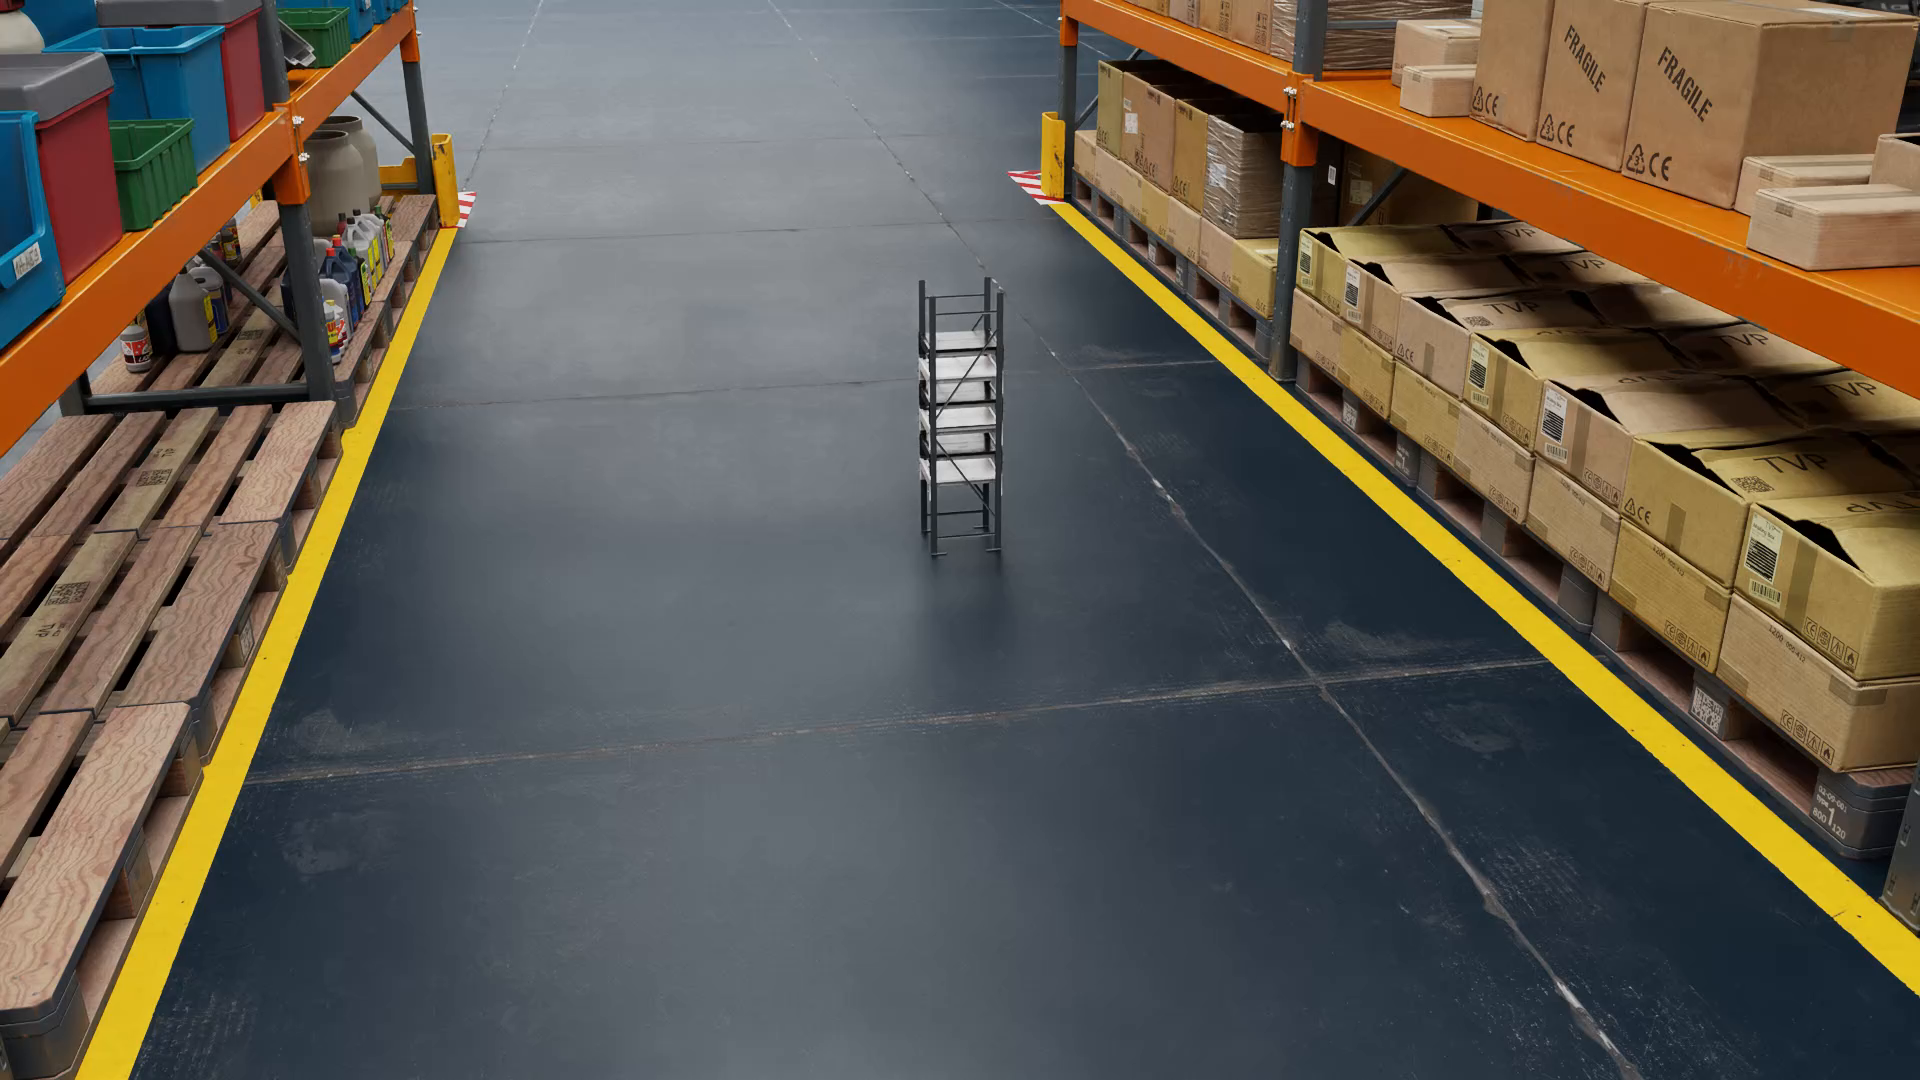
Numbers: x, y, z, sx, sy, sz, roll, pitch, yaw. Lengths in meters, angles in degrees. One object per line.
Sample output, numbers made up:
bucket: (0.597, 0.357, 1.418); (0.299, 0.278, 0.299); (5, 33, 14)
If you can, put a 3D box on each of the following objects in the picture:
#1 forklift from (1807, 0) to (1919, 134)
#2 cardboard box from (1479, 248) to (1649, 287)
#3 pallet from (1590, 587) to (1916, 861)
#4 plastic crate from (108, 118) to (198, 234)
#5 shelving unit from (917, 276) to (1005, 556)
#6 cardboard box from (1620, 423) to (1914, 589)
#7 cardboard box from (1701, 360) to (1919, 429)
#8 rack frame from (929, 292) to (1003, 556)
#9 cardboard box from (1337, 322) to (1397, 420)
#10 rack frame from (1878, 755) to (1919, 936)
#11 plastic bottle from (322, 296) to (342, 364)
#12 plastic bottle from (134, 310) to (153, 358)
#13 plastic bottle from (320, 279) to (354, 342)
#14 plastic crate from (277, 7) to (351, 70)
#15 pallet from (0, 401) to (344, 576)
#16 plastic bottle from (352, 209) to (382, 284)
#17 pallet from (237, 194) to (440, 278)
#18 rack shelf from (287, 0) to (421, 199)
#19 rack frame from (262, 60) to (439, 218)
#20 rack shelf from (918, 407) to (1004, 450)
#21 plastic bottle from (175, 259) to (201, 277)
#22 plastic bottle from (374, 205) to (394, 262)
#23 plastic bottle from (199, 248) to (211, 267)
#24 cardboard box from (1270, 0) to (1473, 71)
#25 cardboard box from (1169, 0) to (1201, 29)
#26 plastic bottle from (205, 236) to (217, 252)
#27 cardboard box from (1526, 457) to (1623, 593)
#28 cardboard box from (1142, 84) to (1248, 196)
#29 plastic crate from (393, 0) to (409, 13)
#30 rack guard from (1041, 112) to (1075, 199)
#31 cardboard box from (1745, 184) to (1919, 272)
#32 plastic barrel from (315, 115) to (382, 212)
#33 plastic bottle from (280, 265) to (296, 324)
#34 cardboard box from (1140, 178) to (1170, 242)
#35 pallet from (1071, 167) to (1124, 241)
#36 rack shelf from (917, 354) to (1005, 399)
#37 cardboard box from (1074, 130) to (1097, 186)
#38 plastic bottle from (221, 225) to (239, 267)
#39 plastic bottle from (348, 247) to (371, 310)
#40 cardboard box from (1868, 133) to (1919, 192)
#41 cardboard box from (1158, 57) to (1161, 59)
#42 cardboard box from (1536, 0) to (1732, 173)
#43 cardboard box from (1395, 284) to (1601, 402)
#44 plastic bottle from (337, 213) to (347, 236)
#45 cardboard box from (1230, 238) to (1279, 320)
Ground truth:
forklift: (4.243, -2.262, 7.267); (1.130, 2.935, 3.031); (-5, 24, -10)
cardboard box: (2.338, -0.970, 6.434); (0.500, 0.311, 0.500); (-4, 24, -8)
pallet: (2.505, 0.401, 4.568); (1.003, 0.211, 1.213); (-4, 24, -10)
plastic crate: (-2.390, -0.997, 4.550); (0.450, 0.188, 0.662); (-4, 24, -10)
shelving unit: (0.001, -0.409, 5.563); (0.258, 0.900, 0.210); (-4, 24, -10)
cardboard box: (2.178, -0.131, 4.513); (0.500, 0.311, 0.500); (-5, 24, -11)
cardboard box: (2.613, -0.374, 5.068); (0.500, 0.311, 0.500); (-5, 24, -11)
rack frame: (0.020, -0.369, 5.471); (0.240, 0.900, 0.006); (-4, 24, -10)
cardboard box: (1.804, -0.678, 6.464); (0.500, 0.250, 0.500); (-4, 24, -8)
rack frame: (2.619, -0.550, 3.262); (1.000, 3.000, 0.127); (-4, 24, -10)
plastic bottle: (-2.617, -0.867, 6.847); (0.097, 0.271, 0.097); (0, 24, 0)
plastic bottle: (-3.402, -0.880, 6.861); (0.061, 0.283, 0.133); (-3, 24, -7)
plastic bottle: (-2.704, -0.995, 7.133); (0.152, 0.276, 0.135); (-3, 24, -8)
plastic crate: (-2.963, -2.216, 7.341); (0.450, 0.188, 0.662); (-4, 24, -10)
pallet: (-2.806, -0.174, 5.885); (1.003, 0.211, 1.213); (-4, 24, -10)
plastic bottle: (-2.879, -1.409, 7.988); (0.144, 0.351, 0.185); (-3, 24, -8)
pallet: (-3.524, -1.707, 9.395); (1.003, 0.211, 1.213); (-4, 24, -10)
rack shelf: (-3.359, -2.215, 7.973); (1.077, 0.370, 4.000); (-4, 24, -10)
rack frame: (-3.729, -3.332, 9.630); (1.000, 3.000, 0.127); (-4, 24, -10)
rack shelf: (0.001, -0.379, 5.576); (0.258, 0.077, 0.200); (-4, 24, -10)
plastic bottle: (-3.487, -1.180, 7.465); (0.144, 0.351, 0.185); (-4, 24, -10)
plastic bottle: (-2.919, -1.554, 8.404); (0.061, 0.283, 0.133); (-4, 24, -8)
plastic bottle: (-3.391, -1.167, 7.519); (0.061, 0.283, 0.133); (-4, 24, -10)
cardboard box: (1.791, -2.343, 7.243); (0.700, 0.500, 0.500); (-5, 24, -11)
cardboard box: (1.502, -2.949, 8.630); (0.700, 0.500, 0.500); (-4, 24, -8)
plastic bottle: (-3.618, -1.373, 8.004); (0.097, 0.271, 0.097); (0, 24, 0)
cardboard box: (2.093, -0.072, 5.077); (0.500, 0.250, 0.500); (-4, 24, -9)
cardboard box: (1.295, -2.155, 8.911); (0.500, 0.500, 0.500); (-4, 24, -10)
plastic crate: (-3.342, -3.089, 9.260); (0.499, 0.251, 0.616); (-4, 24, -10)
rack guard: (1.135, -2.561, 10.988); (1.175, 0.500, 0.348); (-4, 24, -10)
cardboard box: (2.181, -0.768, 4.075); (0.380, 0.149, 0.250); (-4, 24, -10)
plastic barrel: (-3.532, -2.131, 9.465); (0.421, 0.512, 0.421); (0, 24, 0)
plastic bottle: (-2.872, -1.083, 7.243); (0.144, 0.351, 0.185); (-4, 24, -10)
cardboard box: (1.296, -1.812, 9.061); (0.500, 0.250, 0.500); (-4, 24, -10)
pallet: (1.322, -2.121, 10.343); (1.003, 0.211, 1.213); (-4, 24, -10)
rack shelf: (0.001, -0.544, 5.504); (0.258, 0.077, 0.200); (-4, 24, -10)
cardboard box: (1.020, -2.402, 10.412); (0.500, 0.250, 0.500); (-4, 24, -10)
plastic bottle: (-3.681, -1.474, 8.324); (0.097, 0.201, 0.097); (0, 24, 0)
plastic bottle: (-2.755, -1.206, 7.607); (0.061, 0.283, 0.133); (-3, 24, -7)
cardboard box: (2.644, -0.875, 4.118); (0.500, 0.311, 0.500); (-5, 24, -10)
cardboard box: (1.531, -2.784, 10.350); (0.500, 0.500, 0.500); (-4, 24, -10)
cardboard box: (2.195, -1.462, 5.224); (0.500, 0.500, 0.500); (-4, 24, -10)
cardboard box: (1.895, -0.731, 5.886); (0.500, 0.311, 0.500); (-5, 24, -11)
plastic bottle: (-3.043, -1.489, 8.256); (0.061, 0.283, 0.133); (-4, 24, -10)
cardboard box: (1.579, -1.222, 7.711); (0.500, 0.250, 0.500); (-4, 24, -10)
